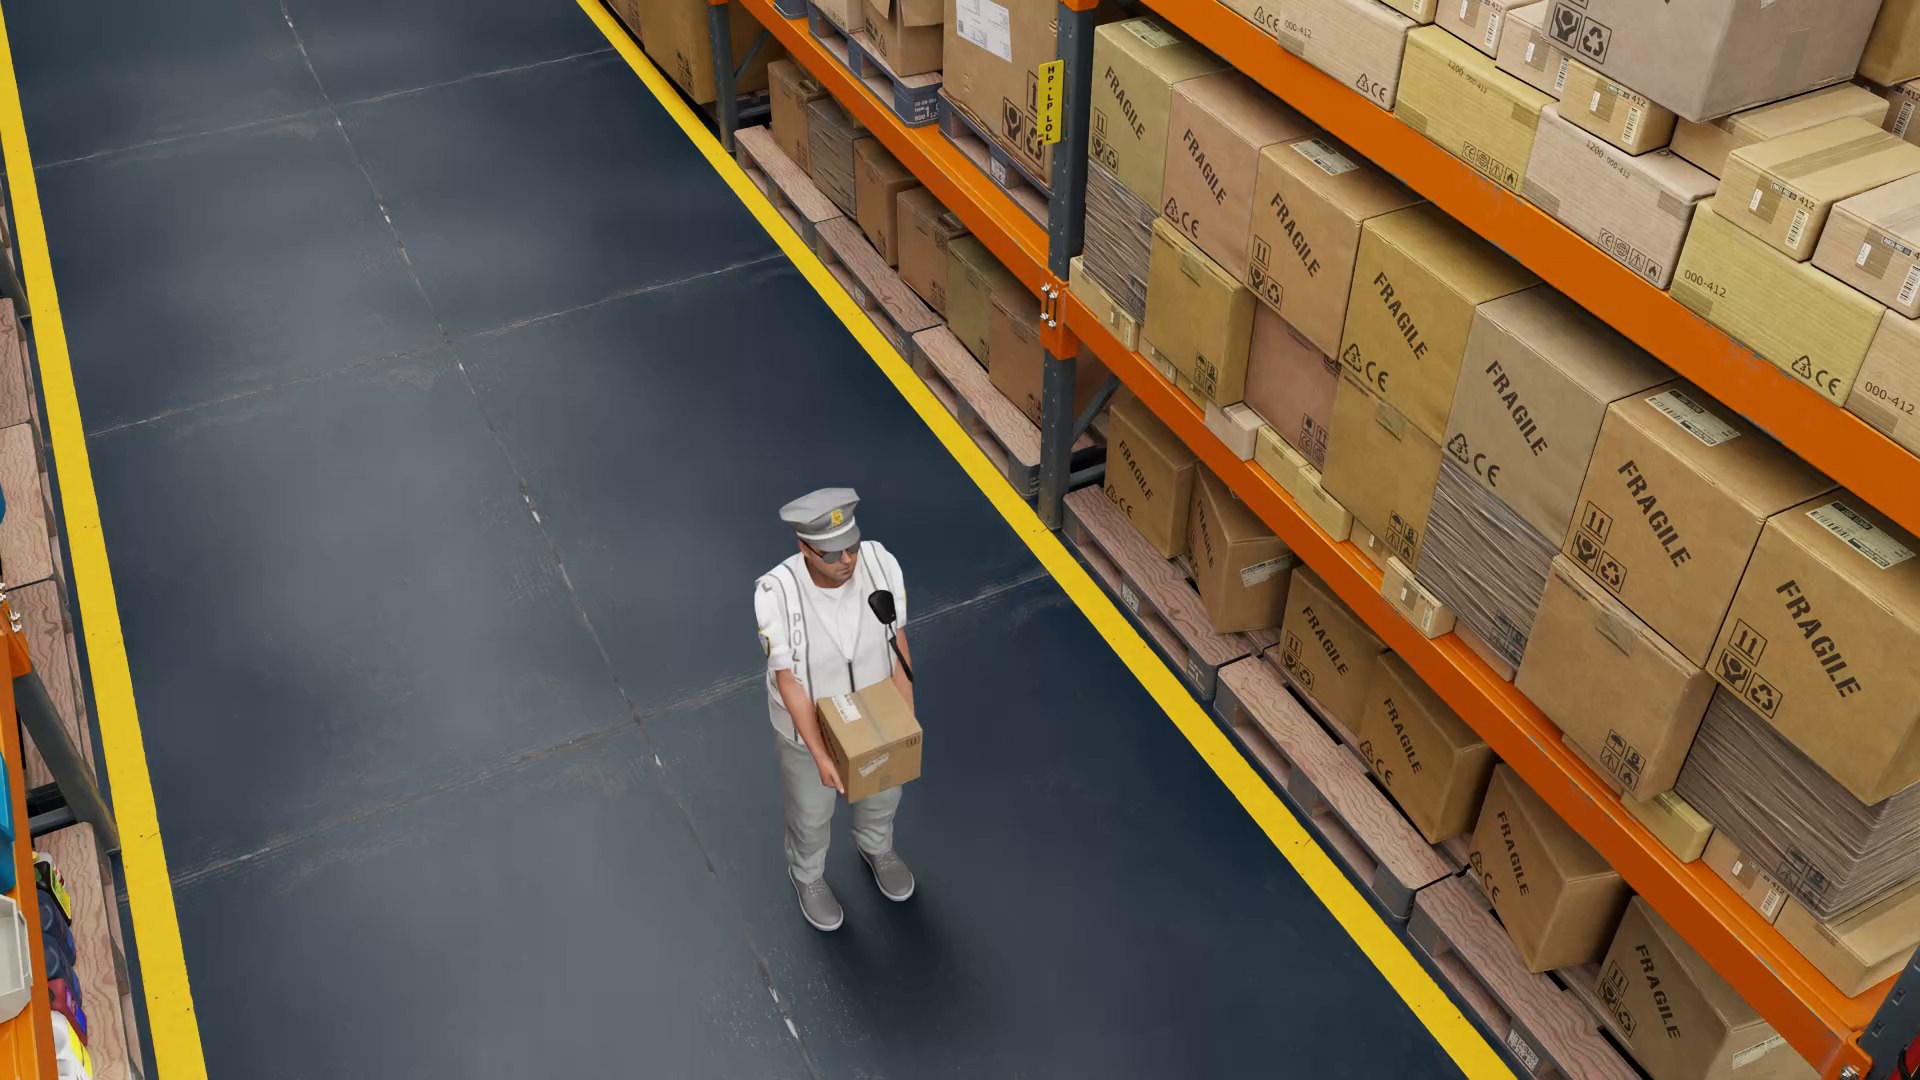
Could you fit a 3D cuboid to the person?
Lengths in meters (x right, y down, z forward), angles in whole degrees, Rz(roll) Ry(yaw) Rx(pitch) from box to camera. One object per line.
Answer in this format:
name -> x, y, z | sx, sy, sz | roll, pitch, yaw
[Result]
person -> -0.358, 0.604, 5.447 | 0.491, 1.771, 0.553 | -19, 44, -20
